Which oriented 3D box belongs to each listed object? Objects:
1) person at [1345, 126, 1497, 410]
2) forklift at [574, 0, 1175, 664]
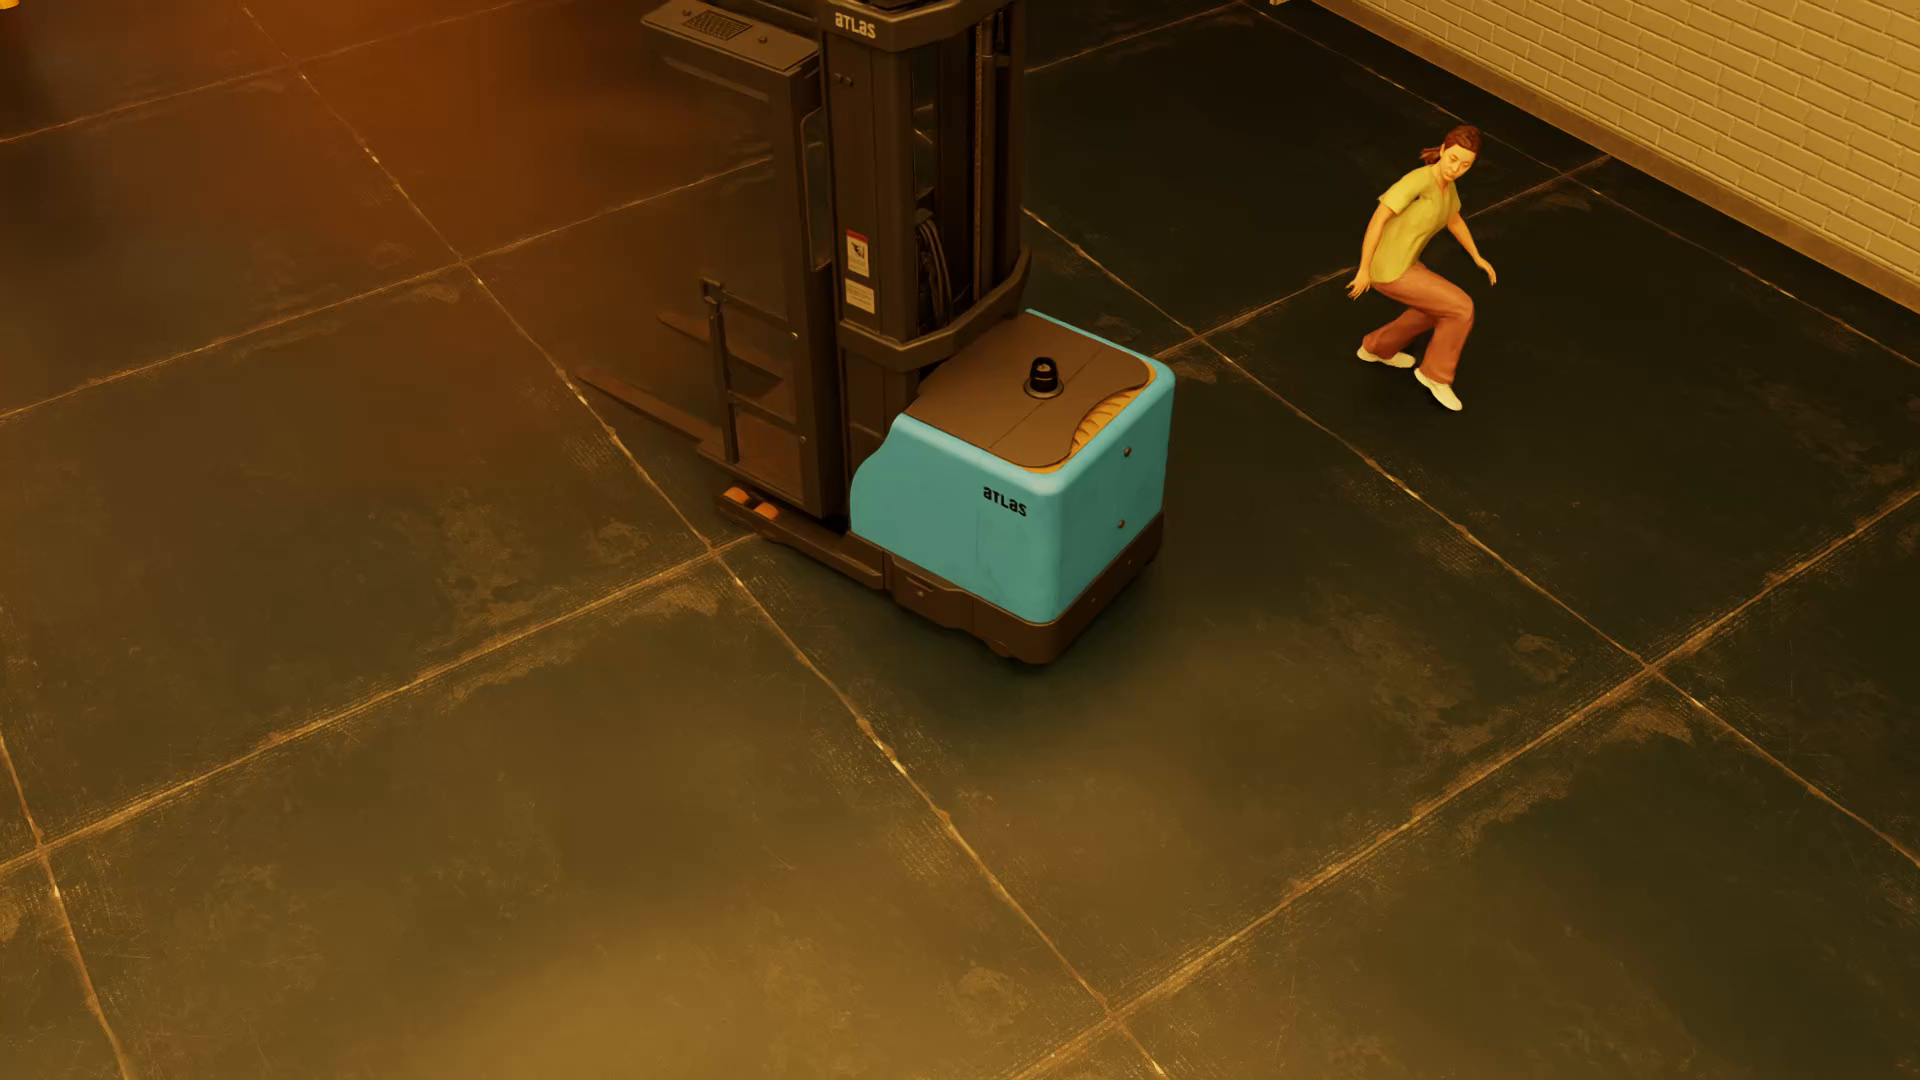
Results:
[{"bbox_3d":[2.321,-1.341,8.278,0.674,1.463,0.691,16,45,17],"label":"person"},{"bbox_3d":[-0.554,-1.349,7.180,3.031,2.935,1.130,26,49,26],"label":"forklift"}]
